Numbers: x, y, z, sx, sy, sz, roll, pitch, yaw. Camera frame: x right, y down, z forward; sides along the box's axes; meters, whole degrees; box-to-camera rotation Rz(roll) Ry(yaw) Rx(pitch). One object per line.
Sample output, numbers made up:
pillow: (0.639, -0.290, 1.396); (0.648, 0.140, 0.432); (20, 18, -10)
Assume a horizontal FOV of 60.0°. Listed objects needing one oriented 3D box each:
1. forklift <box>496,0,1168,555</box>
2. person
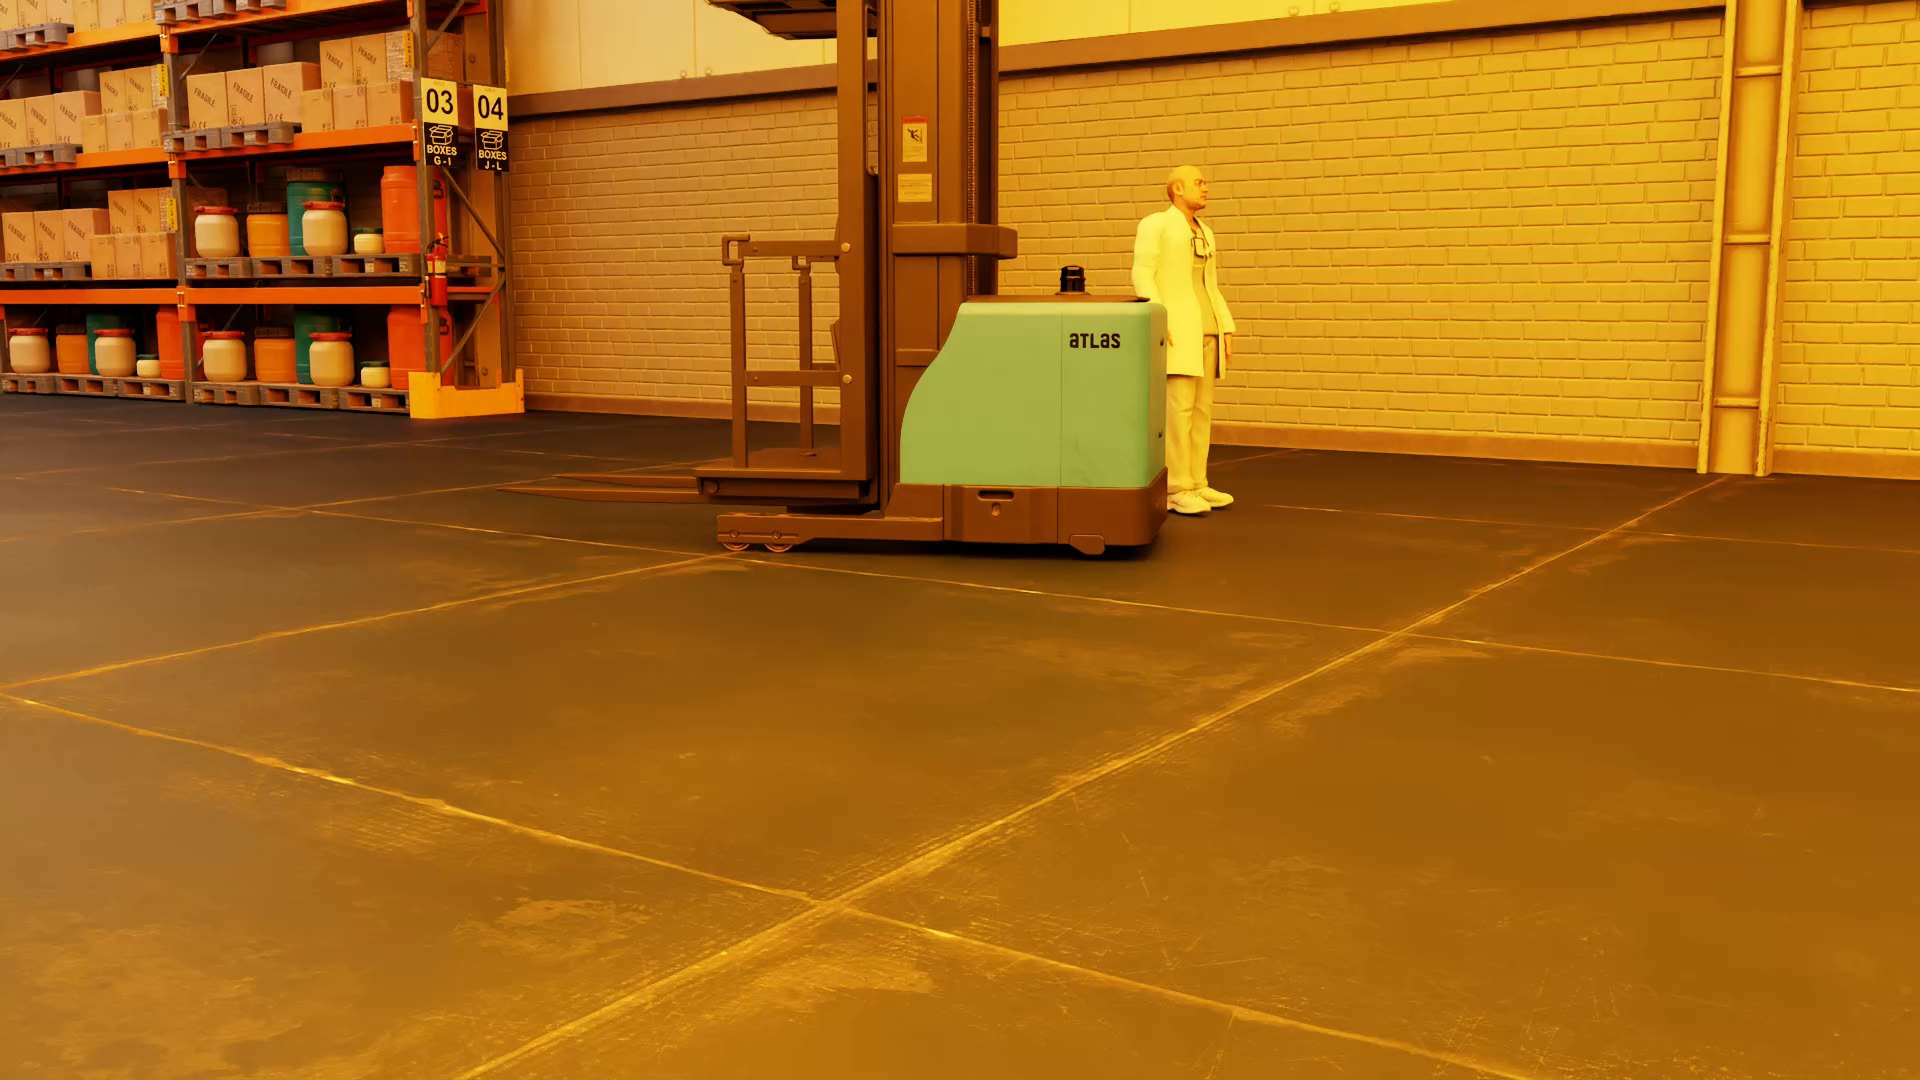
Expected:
forklift: (-0.596, -1.469, 7.520); (3.031, 2.935, 1.130); (2, 8, 12)
person: (1.257, -1.057, 8.669); (0.695, 1.776, 0.581); (-8, 11, -43)
